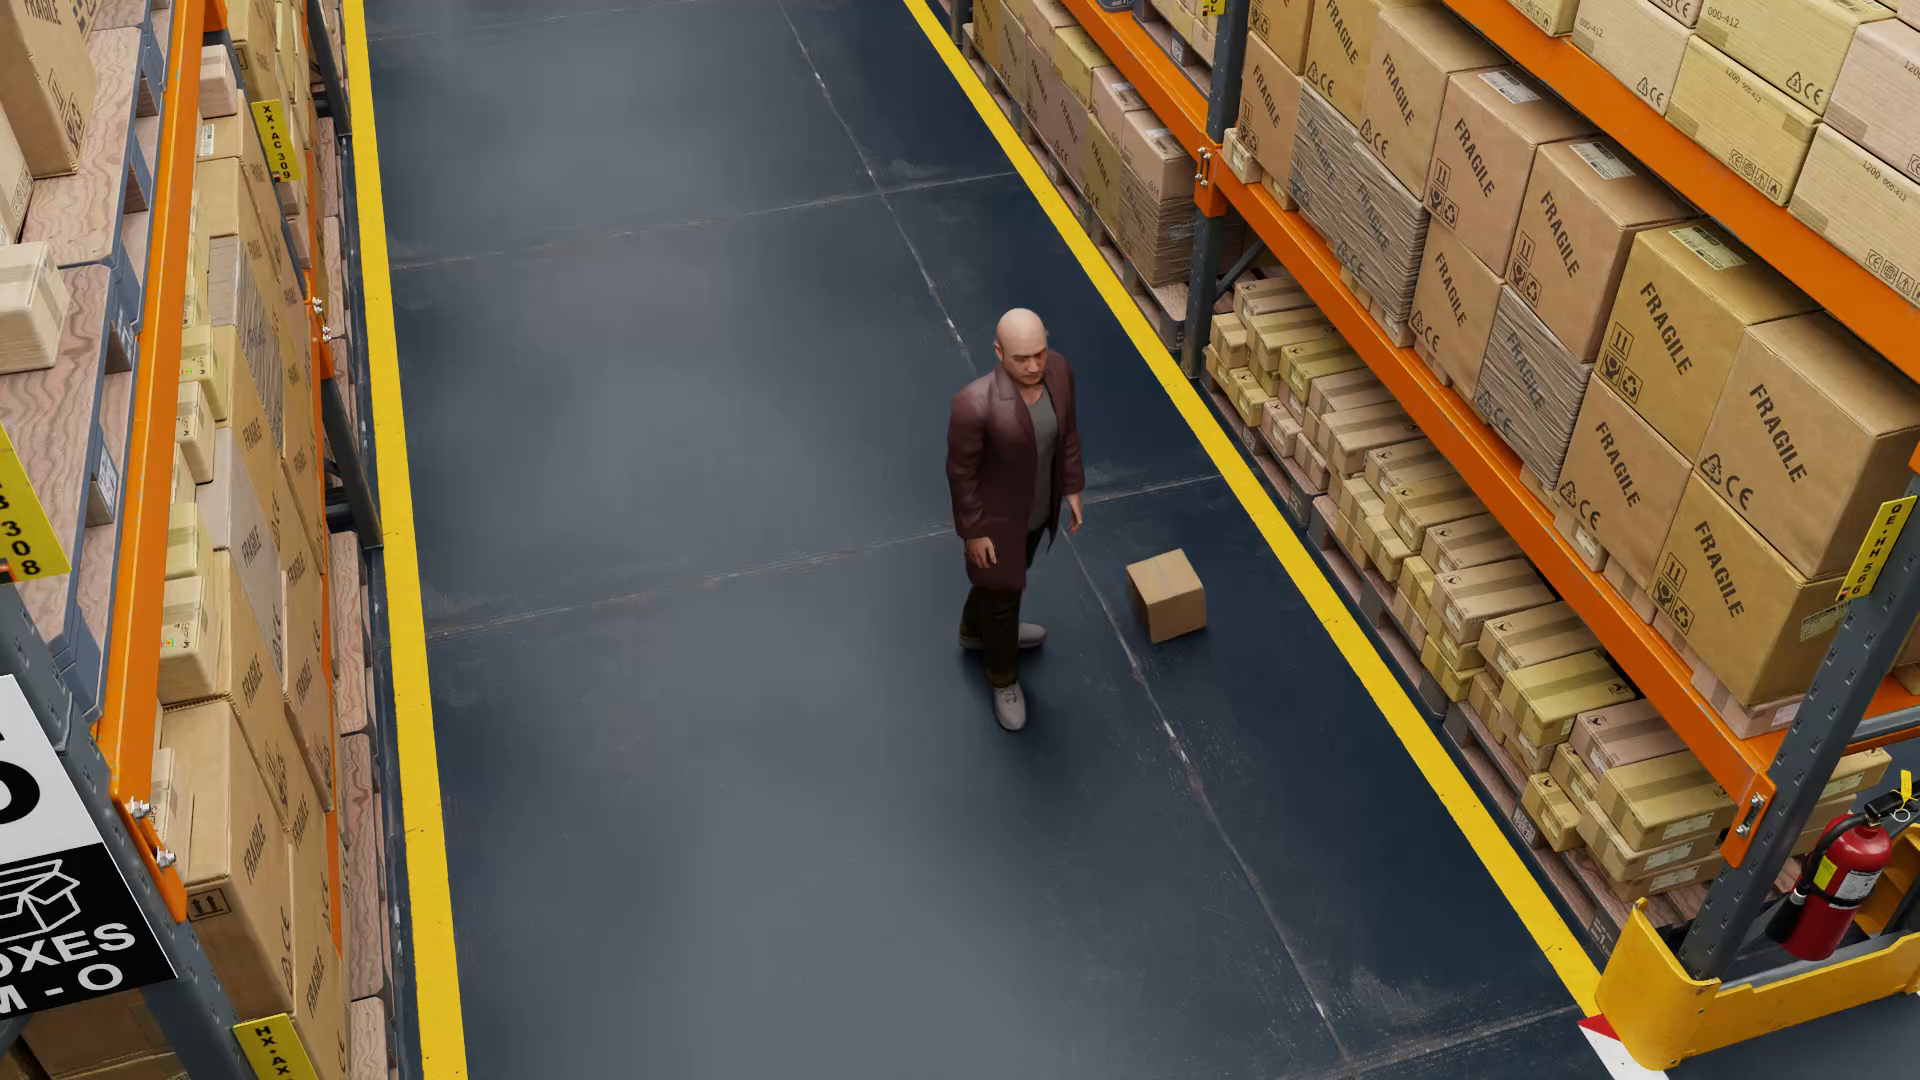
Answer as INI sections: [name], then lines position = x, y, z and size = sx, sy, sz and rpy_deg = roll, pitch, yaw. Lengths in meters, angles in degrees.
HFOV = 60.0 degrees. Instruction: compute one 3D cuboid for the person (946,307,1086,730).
[person]
position = 0.203, -0.126, 6.294
size = 0.544, 1.787, 0.574
rpy_deg = 32, 51, 31
